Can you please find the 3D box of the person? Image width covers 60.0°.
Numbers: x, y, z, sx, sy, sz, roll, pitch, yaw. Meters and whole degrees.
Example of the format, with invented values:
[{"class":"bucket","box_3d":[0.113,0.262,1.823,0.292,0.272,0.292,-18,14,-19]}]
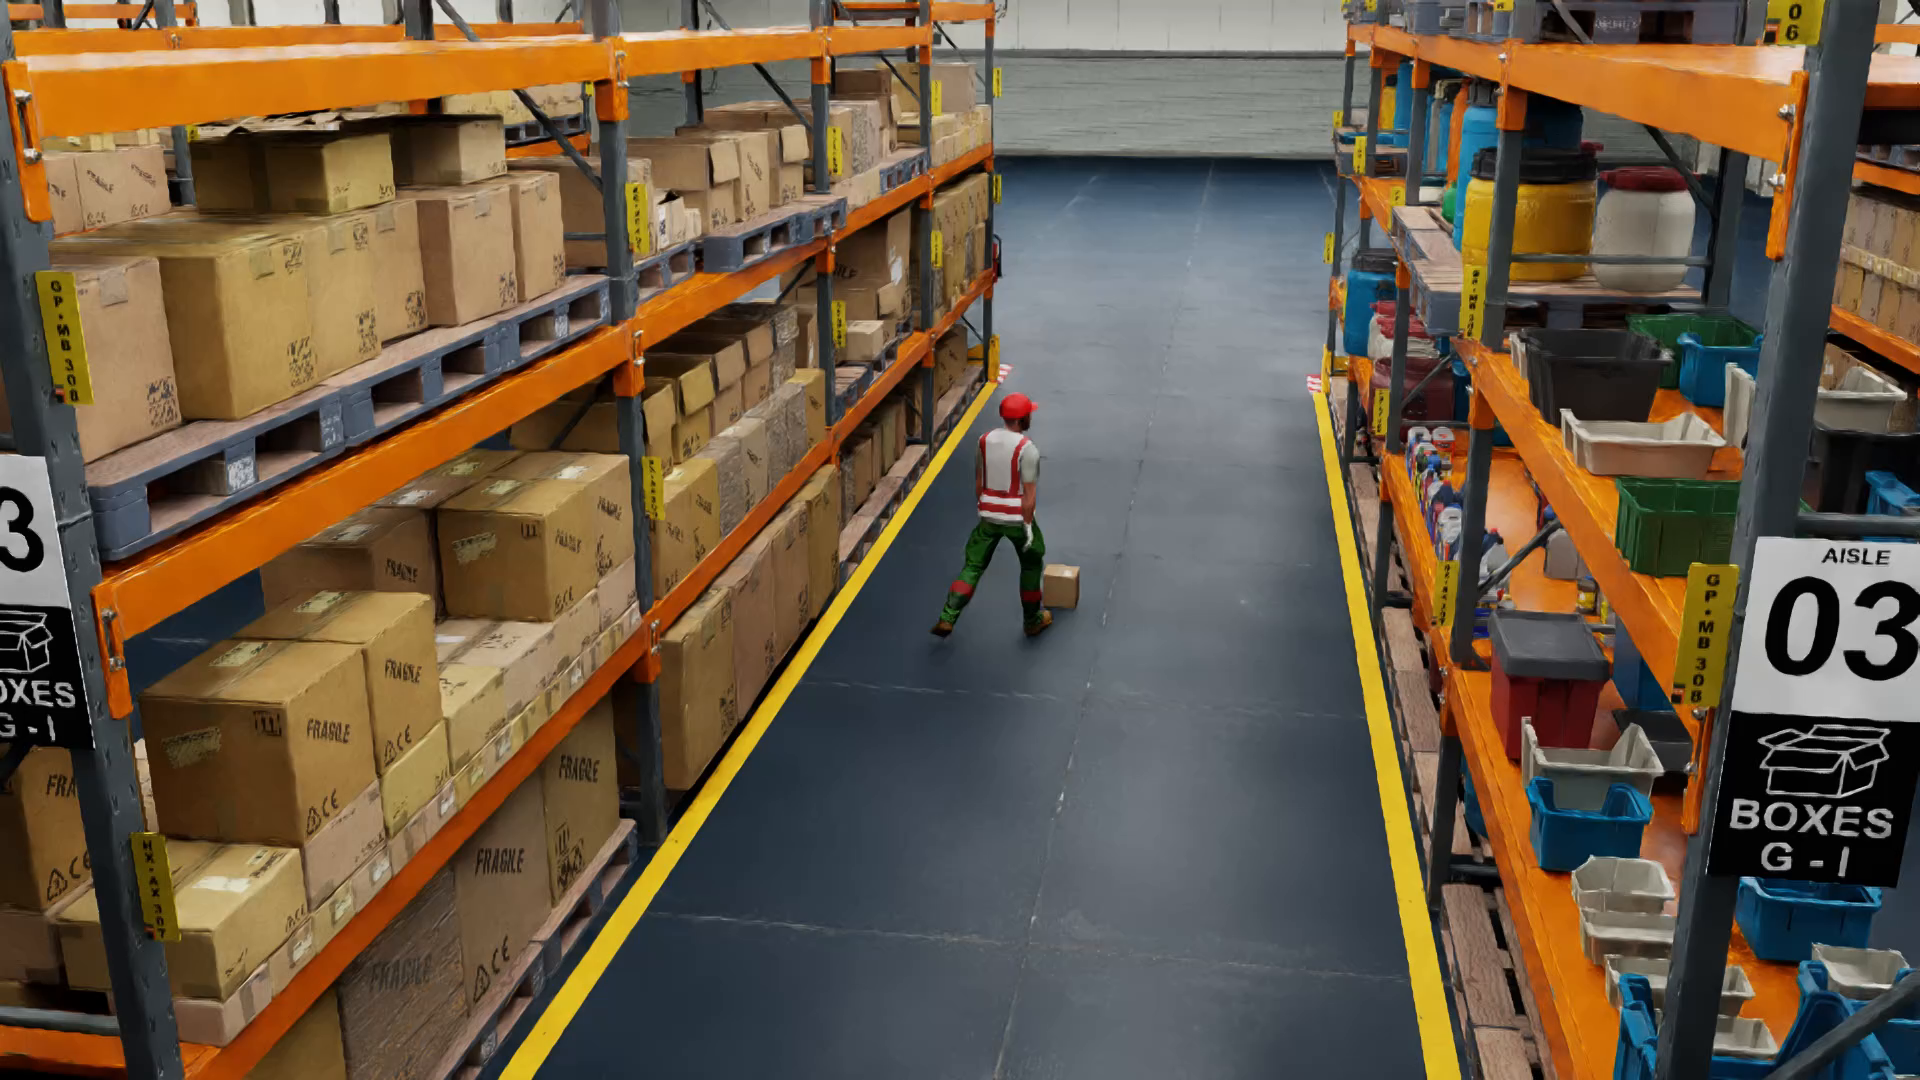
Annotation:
[{"class":"person","box_3d":[0.247,-0.146,11.504,0.643,1.767,0.974,10,20,29]}]
